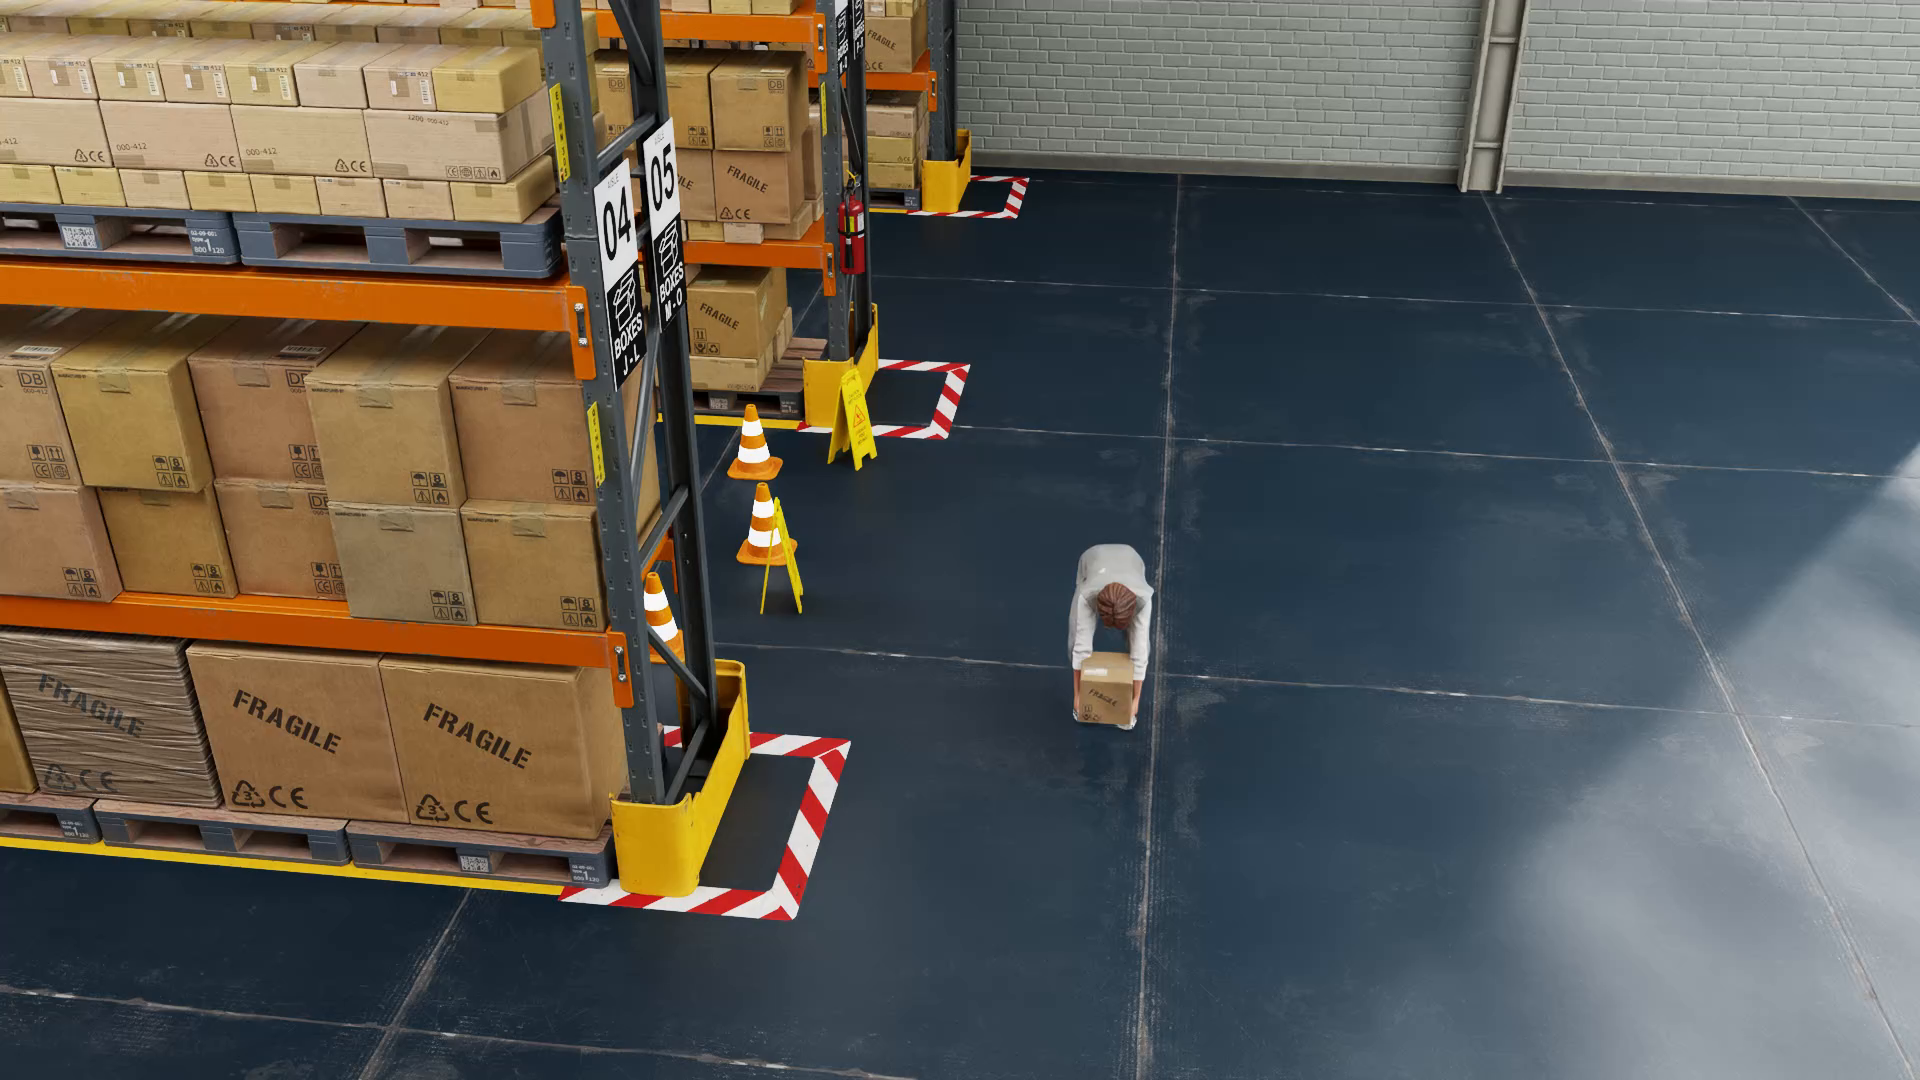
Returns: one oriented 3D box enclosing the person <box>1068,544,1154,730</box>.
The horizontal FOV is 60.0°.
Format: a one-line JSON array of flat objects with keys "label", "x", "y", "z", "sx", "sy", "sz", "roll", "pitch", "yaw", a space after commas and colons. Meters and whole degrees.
[{"label": "person", "x": 0.742, "y": 0.523, "z": 8.263, "sx": 0.408, "sy": 1.040, "sz": 0.855, "roll": 2, "pitch": 29, "yaw": 4}]
